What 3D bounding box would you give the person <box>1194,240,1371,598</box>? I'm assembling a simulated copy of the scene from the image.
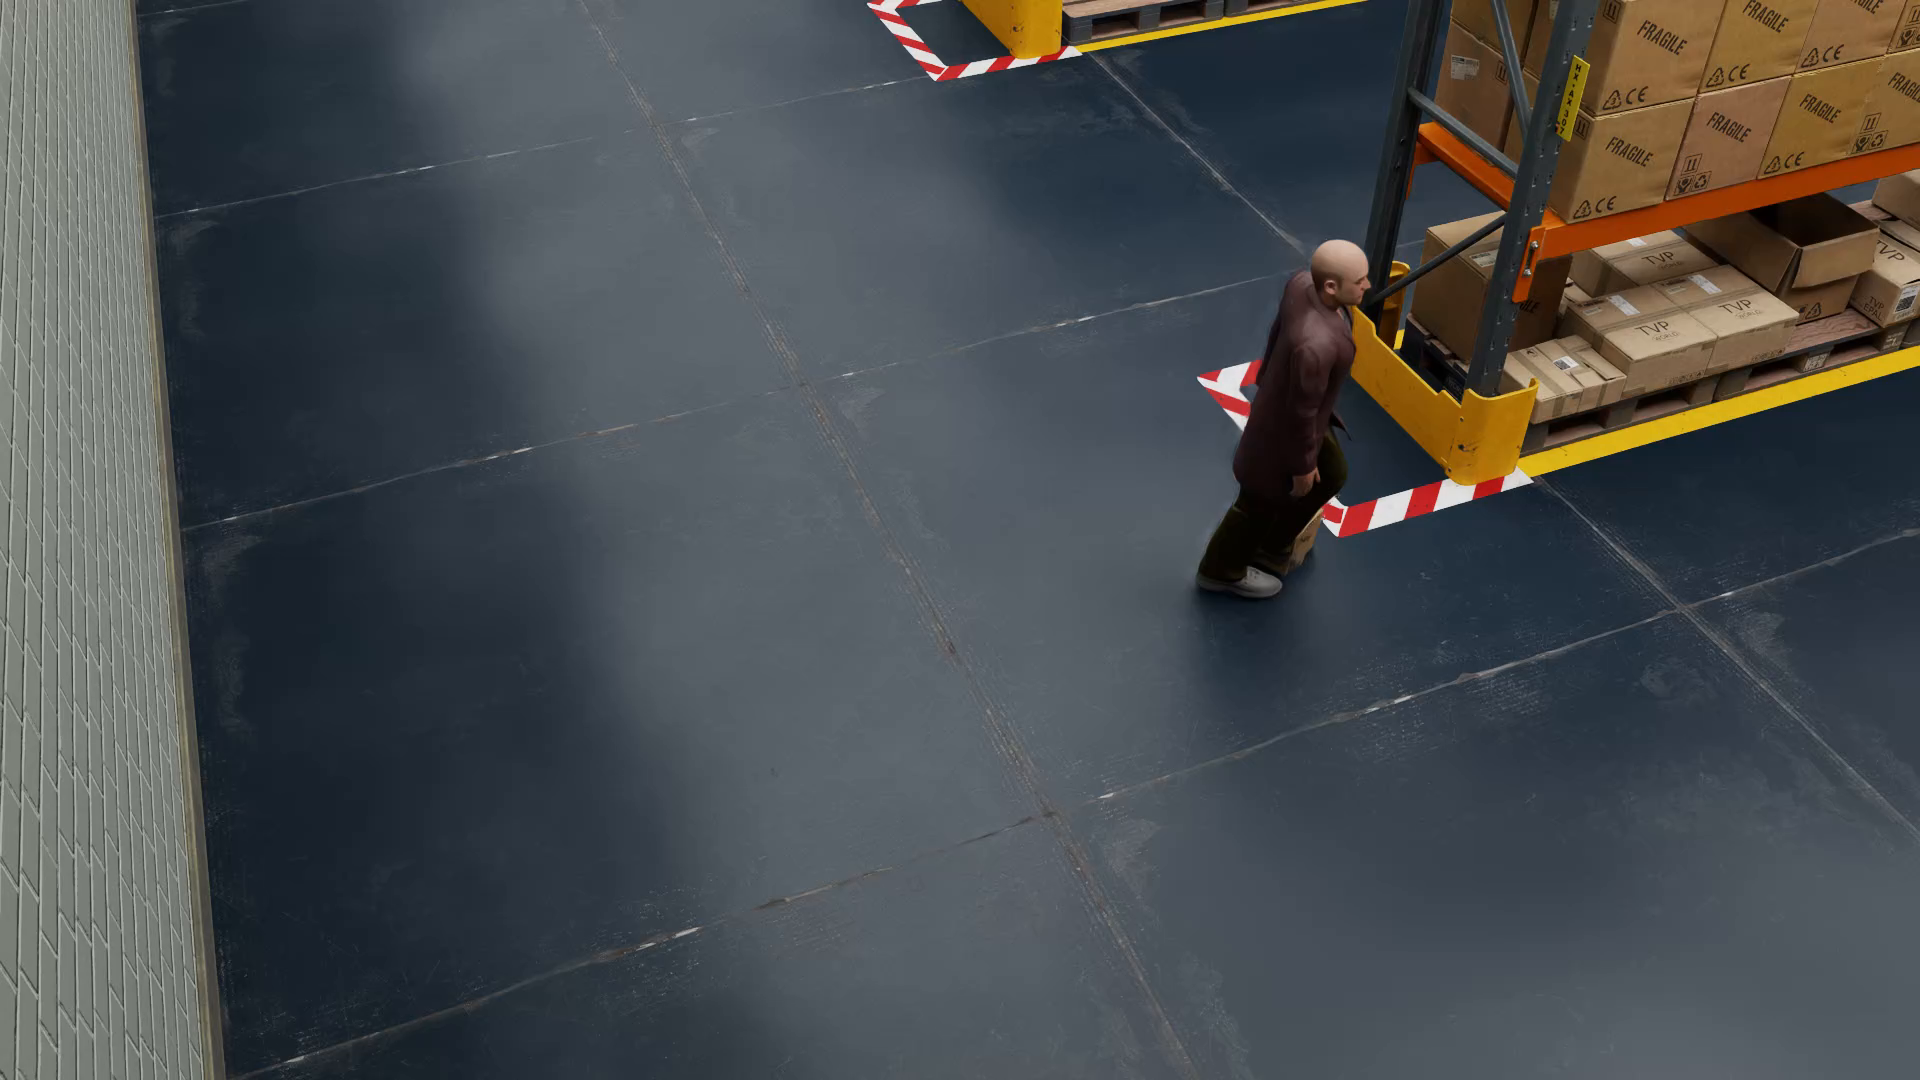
[{"bbox_3d":[1.301,-0.444,6.645,0.568,1.764,0.611,8,42,9],"label":"person"}]
